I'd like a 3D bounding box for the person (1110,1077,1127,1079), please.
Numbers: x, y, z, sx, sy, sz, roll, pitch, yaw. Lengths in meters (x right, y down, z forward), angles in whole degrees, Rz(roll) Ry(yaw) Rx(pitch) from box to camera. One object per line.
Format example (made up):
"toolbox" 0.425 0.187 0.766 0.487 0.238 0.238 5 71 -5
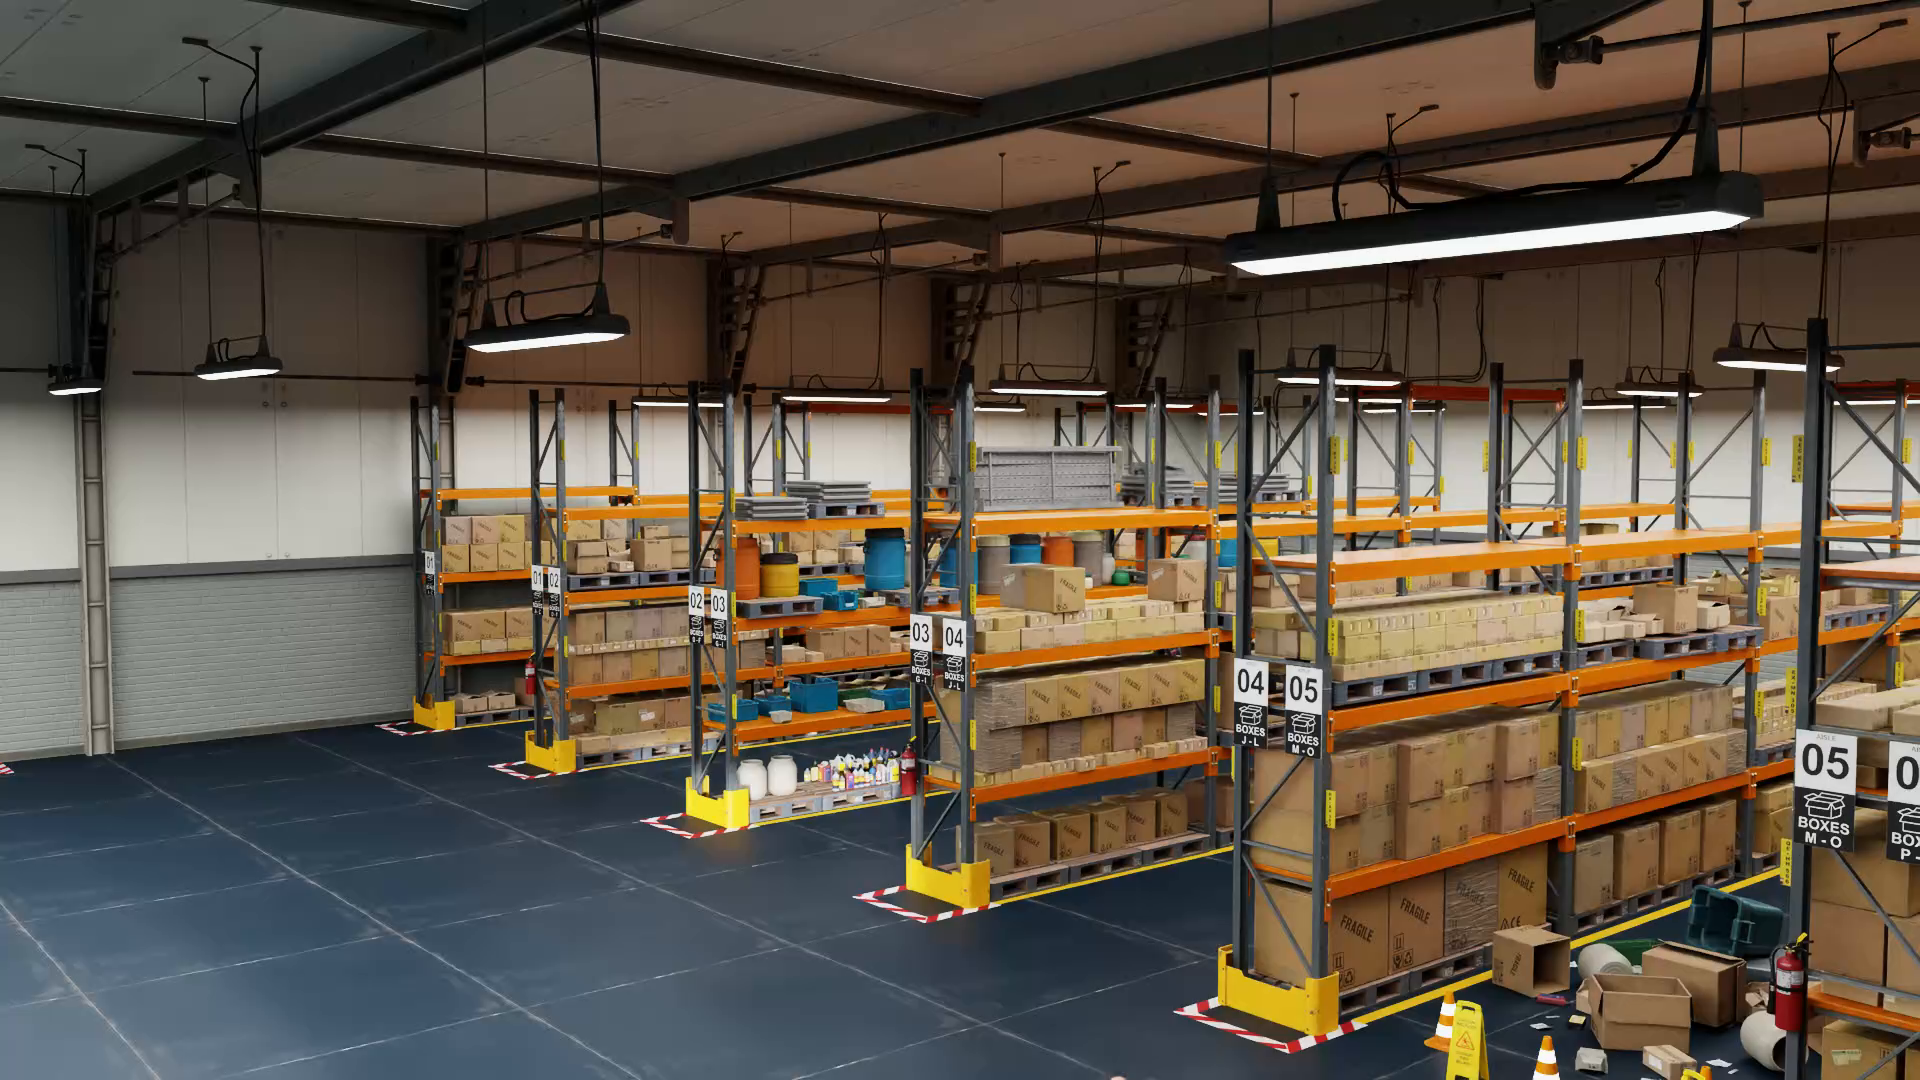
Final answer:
"person" 0.863 3.785 9.224 0.684 1.706 0.795 0 3 1
